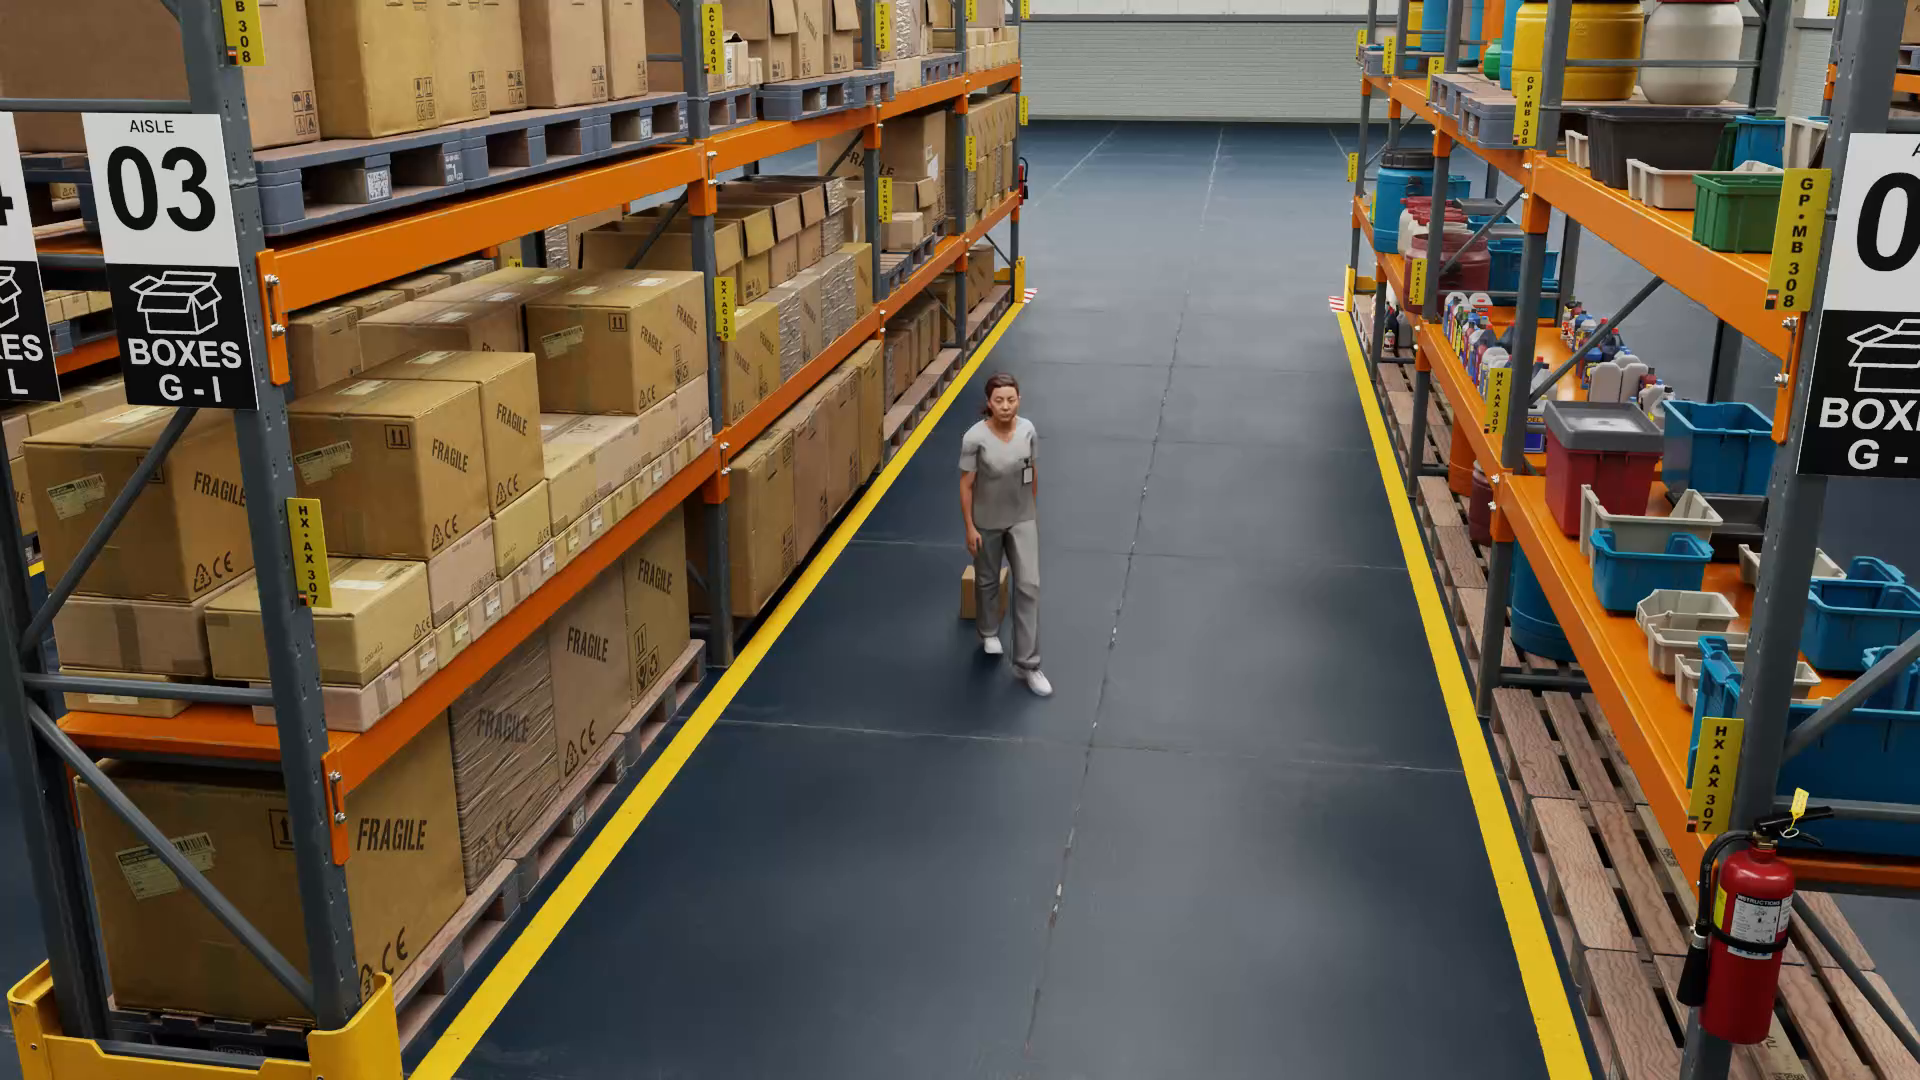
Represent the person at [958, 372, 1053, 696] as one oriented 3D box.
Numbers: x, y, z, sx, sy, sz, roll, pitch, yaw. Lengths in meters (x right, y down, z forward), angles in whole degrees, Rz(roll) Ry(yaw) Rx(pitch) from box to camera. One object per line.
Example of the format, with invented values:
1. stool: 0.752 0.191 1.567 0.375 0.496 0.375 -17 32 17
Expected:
1. person: 0.219 -0.077 8.818 0.470 1.662 0.807 -4 18 -11
